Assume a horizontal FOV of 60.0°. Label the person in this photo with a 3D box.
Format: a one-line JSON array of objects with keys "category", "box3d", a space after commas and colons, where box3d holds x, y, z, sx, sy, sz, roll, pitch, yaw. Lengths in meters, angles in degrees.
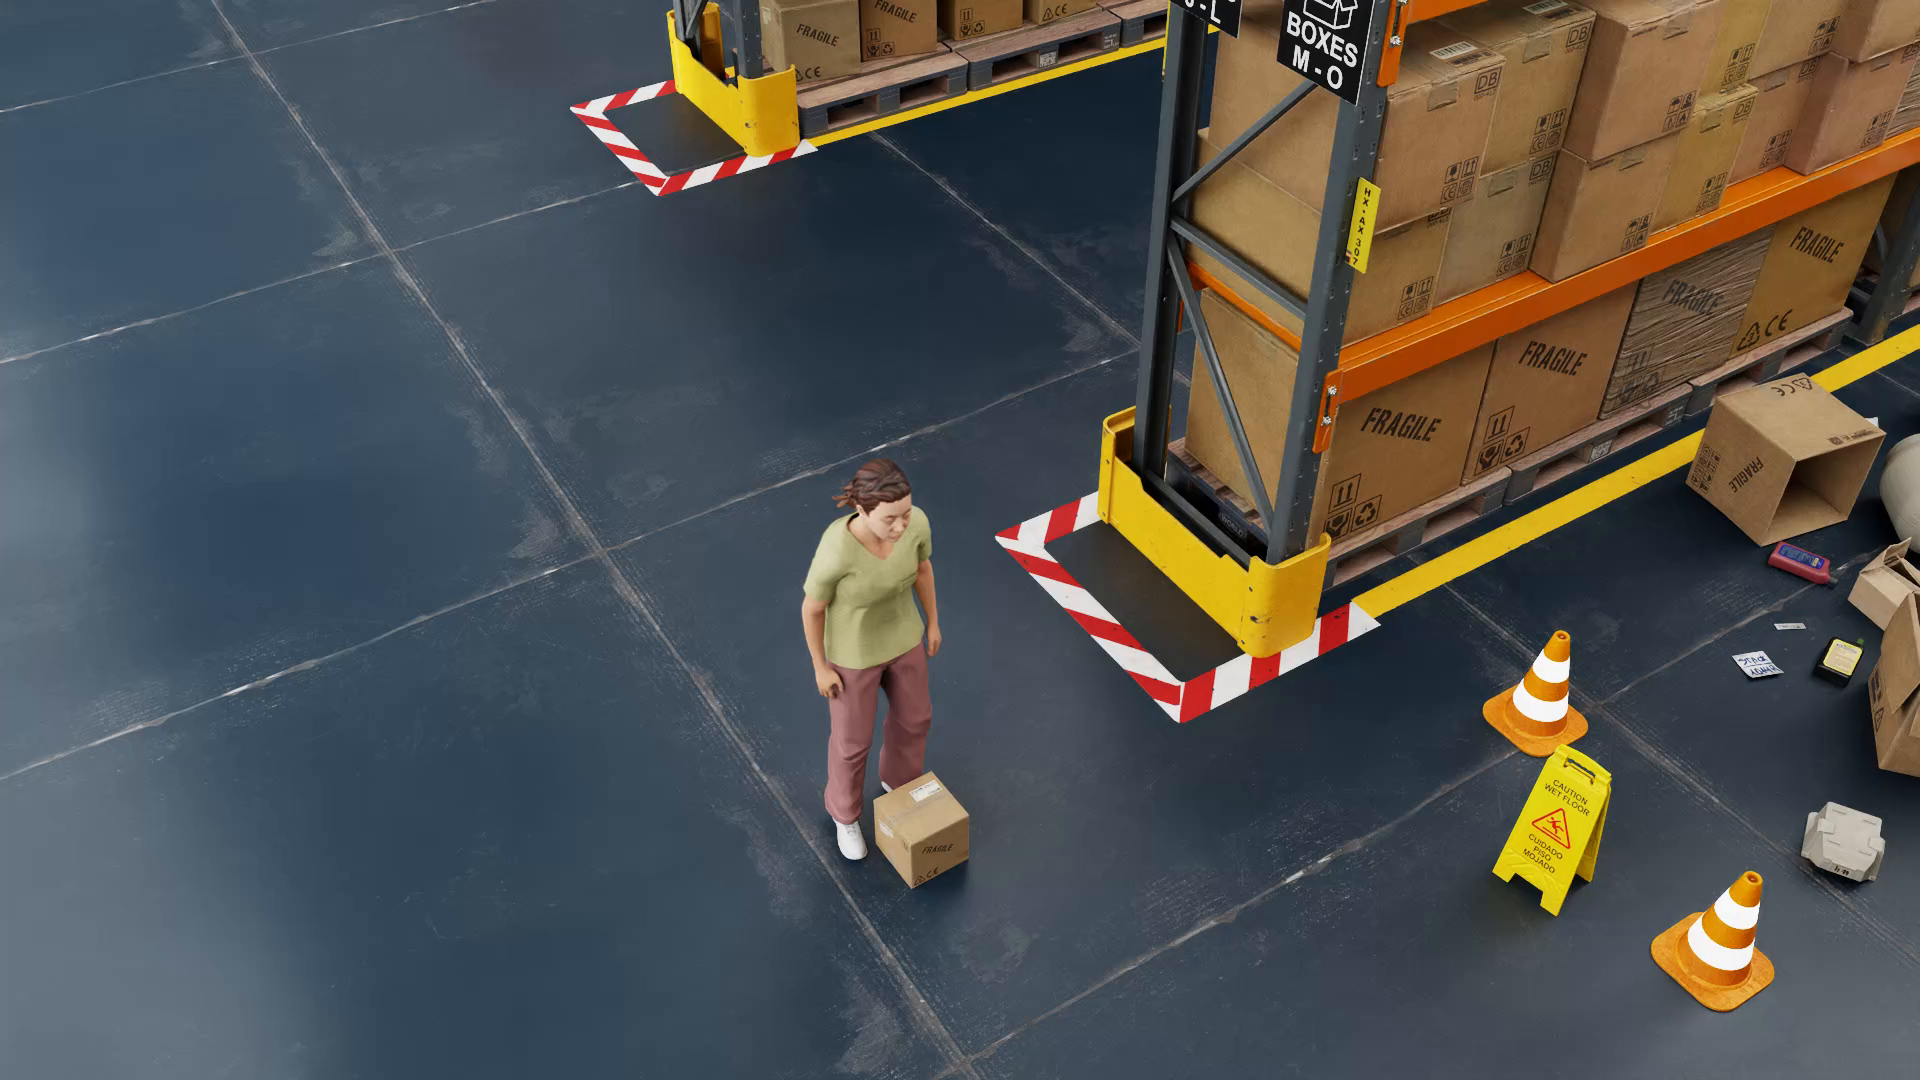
[{"category": "person", "box3d": [-0.280, 0.381, 5.719, 0.499, 1.673, 0.356, -22, 46, -24]}]
